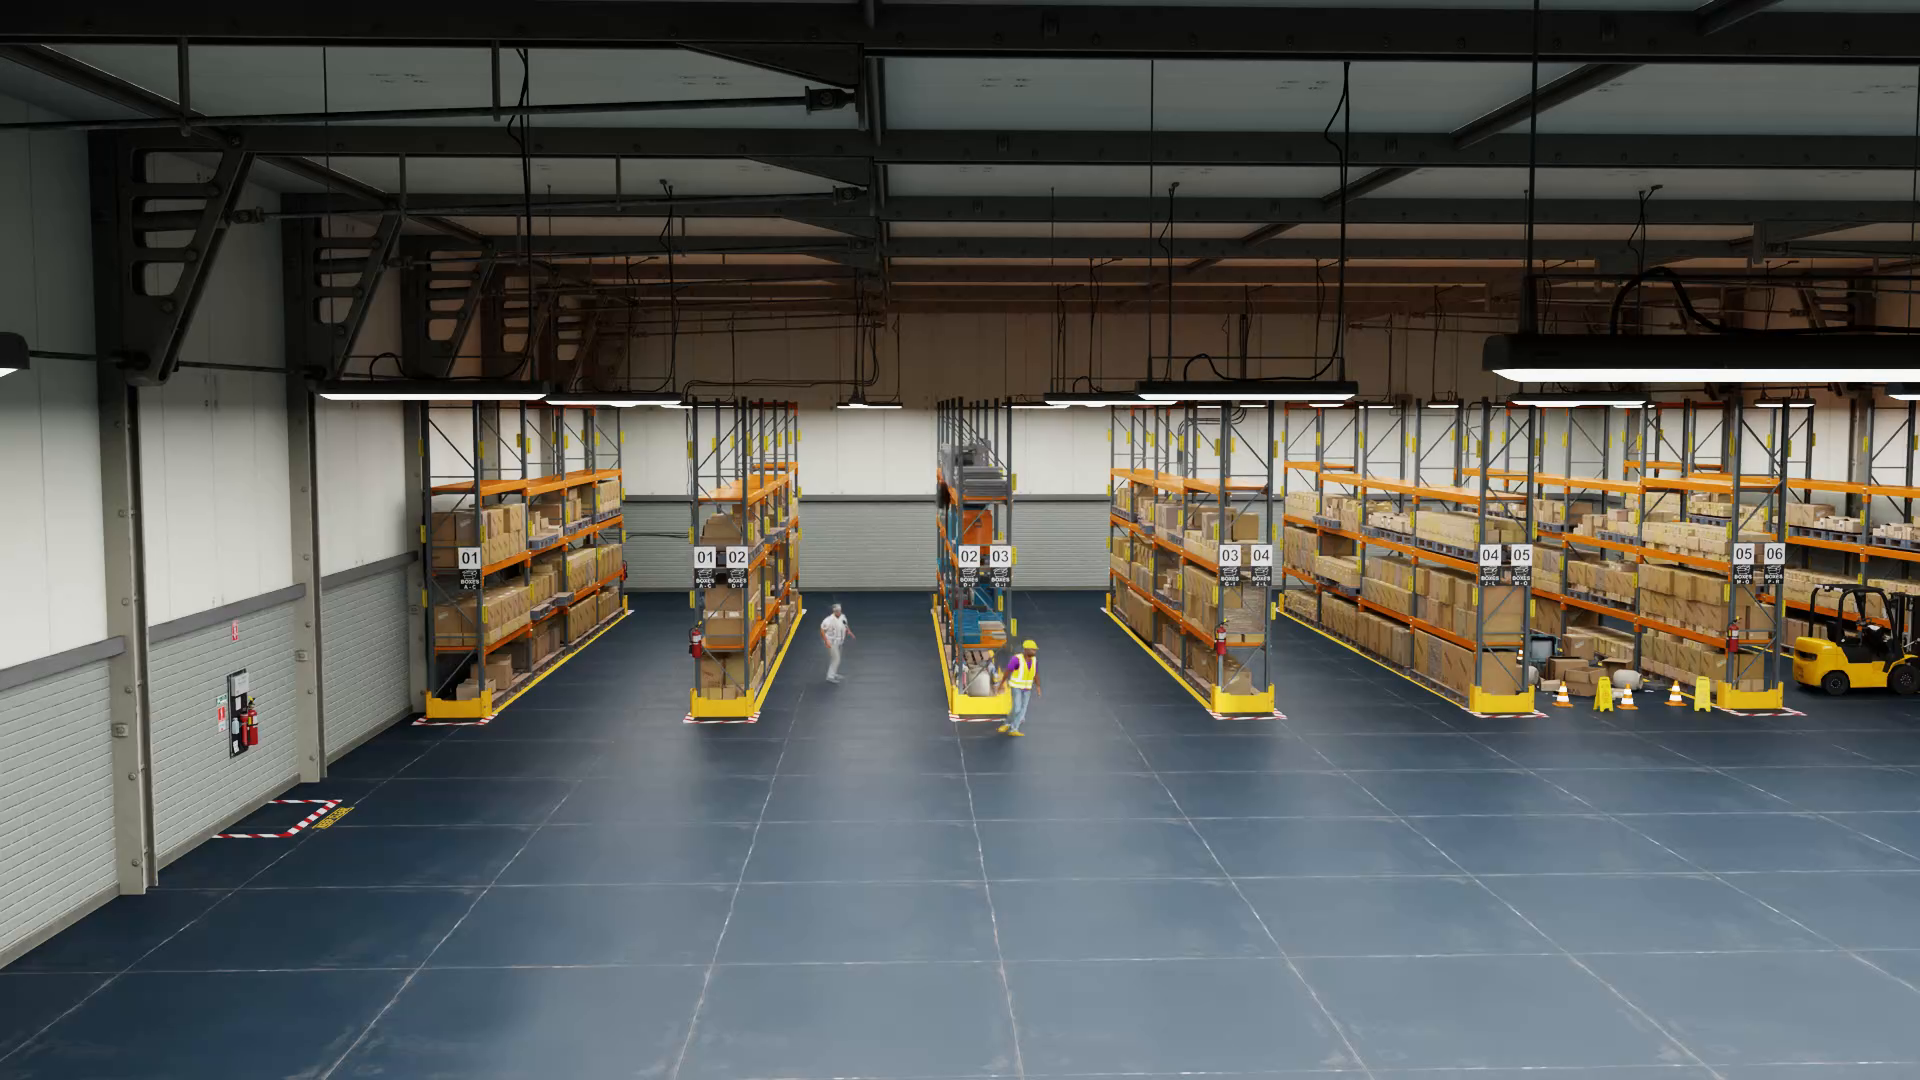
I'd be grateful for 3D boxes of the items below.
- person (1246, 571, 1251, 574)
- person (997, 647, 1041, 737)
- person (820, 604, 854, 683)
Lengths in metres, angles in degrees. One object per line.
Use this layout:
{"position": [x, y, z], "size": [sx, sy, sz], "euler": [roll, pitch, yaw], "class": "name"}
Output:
{"position": [8.014, 1.306, 46.989], "size": [0.592, 1.674, 0.871], "euler": [1, 5, 12], "class": "person"}
{"position": [1.050, 2.624, 29.261], "size": [0.716, 1.687, 0.555], "euler": [-3, 5, -36], "class": "person"}
{"position": [-2.599, 2.180, 35.259], "size": [0.821, 1.710, 0.705], "euler": [3, 5, 33], "class": "person"}
